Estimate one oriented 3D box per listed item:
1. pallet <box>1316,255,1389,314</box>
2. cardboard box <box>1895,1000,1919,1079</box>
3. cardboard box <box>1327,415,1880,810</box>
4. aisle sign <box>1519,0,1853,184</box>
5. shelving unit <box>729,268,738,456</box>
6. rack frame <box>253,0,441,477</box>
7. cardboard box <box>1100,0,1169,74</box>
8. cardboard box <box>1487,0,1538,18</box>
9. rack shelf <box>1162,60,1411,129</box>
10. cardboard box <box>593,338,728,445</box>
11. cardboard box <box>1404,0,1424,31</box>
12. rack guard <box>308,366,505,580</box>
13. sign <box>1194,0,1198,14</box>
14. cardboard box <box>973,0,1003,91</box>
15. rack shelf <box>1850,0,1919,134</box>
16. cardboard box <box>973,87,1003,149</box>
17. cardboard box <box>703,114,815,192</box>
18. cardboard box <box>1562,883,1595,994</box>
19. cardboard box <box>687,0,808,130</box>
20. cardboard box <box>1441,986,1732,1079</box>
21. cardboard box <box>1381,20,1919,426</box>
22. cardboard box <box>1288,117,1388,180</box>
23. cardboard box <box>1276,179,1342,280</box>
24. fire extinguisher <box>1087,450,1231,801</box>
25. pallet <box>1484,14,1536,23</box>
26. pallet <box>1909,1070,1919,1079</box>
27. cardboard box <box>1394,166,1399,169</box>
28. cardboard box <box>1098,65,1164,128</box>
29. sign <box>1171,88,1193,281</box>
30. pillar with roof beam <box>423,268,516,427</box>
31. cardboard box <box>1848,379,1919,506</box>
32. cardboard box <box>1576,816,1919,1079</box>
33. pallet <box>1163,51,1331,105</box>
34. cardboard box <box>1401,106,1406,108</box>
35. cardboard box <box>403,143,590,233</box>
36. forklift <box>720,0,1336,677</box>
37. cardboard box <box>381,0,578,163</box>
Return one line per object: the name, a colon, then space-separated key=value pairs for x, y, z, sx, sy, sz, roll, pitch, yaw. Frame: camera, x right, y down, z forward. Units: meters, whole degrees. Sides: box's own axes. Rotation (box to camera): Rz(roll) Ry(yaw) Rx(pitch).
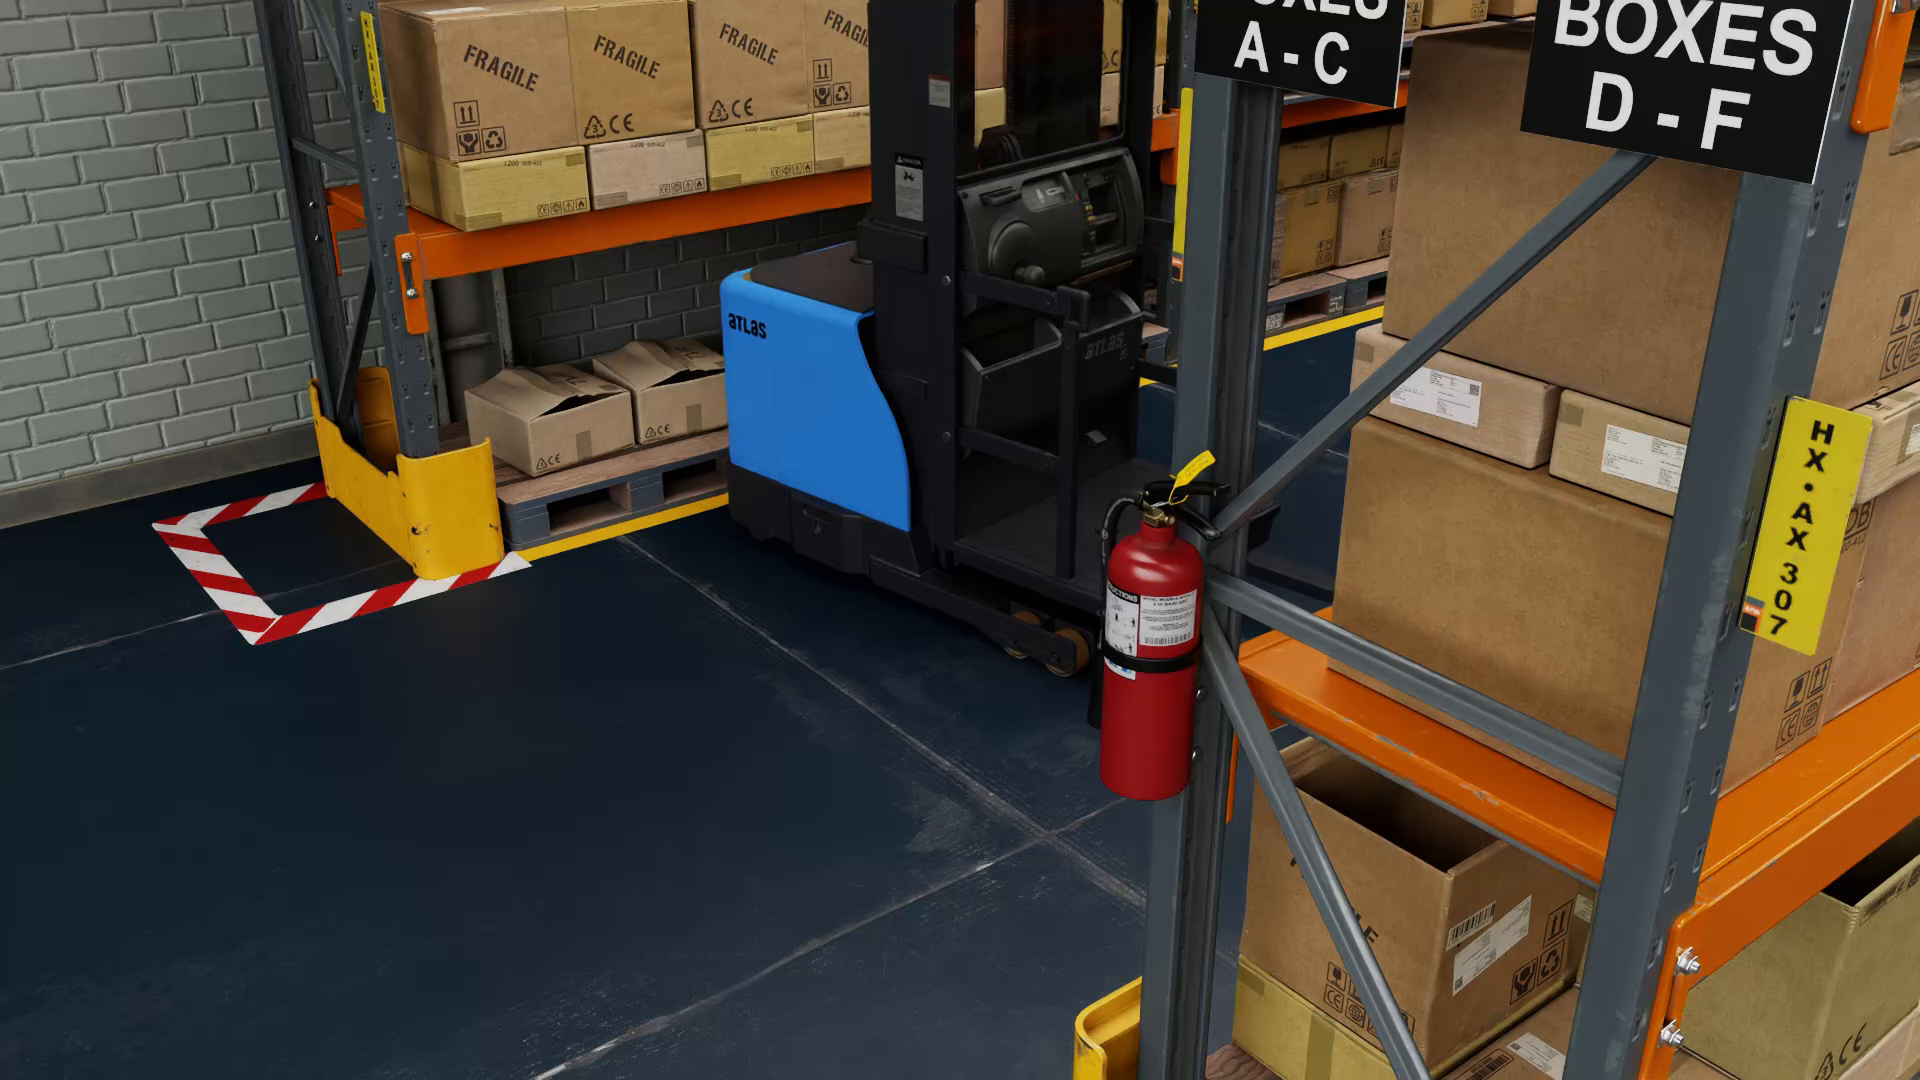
pallet: x=2.385 y=-1.708 z=10.179 sx=1.213 sy=0.211 sz=1.003 roll=-18 pitch=31 yaw=-34
cardboard box: x=2.069 y=0.958 z=3.889 sx=0.500 sy=0.250 sz=0.500 roll=-18 pitch=31 yaw=-34
cardboard box: x=1.100 y=0.066 z=2.927 sx=0.500 sy=0.500 sz=0.700 roll=-18 pitch=31 yaw=-34
aisle sign: x=0.862 y=-0.833 z=1.893 sx=0.004 sy=0.787 sz=0.394 roll=-18 pitch=31 yaw=-34
shelving unit: x=-0.811 y=-0.692 z=7.056 sx=0.258 sy=0.900 sz=0.210 roll=5 pitch=6 yaw=37
rack frame: x=-2.335 y=-1.412 z=6.229 sx=0.127 sy=3.000 sz=1.000 roll=-18 pitch=31 yaw=-34
cardboard box: x=0.632 y=-2.507 z=7.852 sx=0.500 sy=0.500 sz=0.500 roll=-18 pitch=31 yaw=-34
cardboard box: x=3.174 y=-3.456 z=9.991 sx=0.500 sy=0.500 sz=0.700 roll=-22 pitch=33 yaw=-39
rack shelf: x=2.387 y=-2.644 z=9.739 sx=4.000 sy=0.370 sz=1.077 roll=-18 pitch=31 yaw=-34
cardboard box: x=-1.286 y=-0.690 z=7.345 sx=0.500 sy=0.311 sz=0.500 roll=-15 pitch=29 yaw=-30
cardboard box: x=2.178 y=-3.141 z=9.314 sx=0.500 sy=0.500 sz=0.700 roll=-14 pitch=28 yaw=-27
rack guard: x=-2.275 y=-0.298 z=6.798 sx=0.348 sy=0.500 sz=1.175 roll=-18 pitch=31 yaw=-34
sign: x=1.154 y=-2.666 z=7.903 sx=0.005 sy=0.325 sz=0.100 roll=-18 pitch=31 yaw=-34
cardboard box: x=-0.160 y=-2.248 z=7.295 sx=0.500 sy=0.500 sz=0.500 roll=-19 pitch=31 yaw=-35
rack shelf: x=2.299 y=-1.326 z=3.335 sx=4.000 sy=0.370 sz=1.077 roll=-18 pitch=31 yaw=-34
cardboard box: x=-0.156 y=-1.906 z=7.449 sx=0.500 sy=0.250 sz=0.500 roll=-18 pitch=31 yaw=-34
cardboard box: x=-0.950 y=-1.645 z=6.885 sx=0.500 sy=0.250 sz=0.500 roll=-19 pitch=31 yaw=-35
cardboard box: x=1.351 y=0.914 z=3.986 sx=0.500 sy=0.250 sz=0.500 roll=-18 pitch=31 yaw=-34
cardboard box: x=-0.968 y=-1.975 z=6.706 sx=0.500 sy=0.500 sz=0.500 roll=-19 pitch=31 yaw=-36
cardboard box: x=1.284 y=1.219 z=3.327 sx=0.500 sy=0.250 sz=0.500 roll=-18 pitch=31 yaw=-34
cardboard box: x=1.142 y=-0.537 z=2.683 sx=0.500 sy=0.500 sz=0.700 roll=-18 pitch=30 yaw=-34
cardboard box: x=2.134 y=-2.306 z=9.711 sx=0.500 sy=0.250 sz=0.500 roll=-19 pitch=31 yaw=-35
cardboard box: x=1.758 y=-1.864 z=9.651 sx=0.500 sy=0.500 sz=0.700 roll=-19 pitch=31 yaw=-35
fire extinguisher: x=0.345 y=0.140 z=2.977 sx=0.183 sy=0.674 sz=0.296 roll=-18 pitch=31 yaw=-34
pallet: x=3.466 y=-3.183 z=10.273 sx=1.003 sy=0.211 sz=1.213 roll=-18 pitch=31 yaw=-34
pallet: x=2.260 y=0.965 z=4.420 sx=1.213 sy=0.211 sz=1.003 roll=-18 pitch=31 yaw=-34
cardboard box: x=2.576 y=-2.118 z=10.197 sx=0.500 sy=0.500 sz=0.700 roll=-18 pitch=31 yaw=-34
cardboard box: x=0.627 y=-2.169 z=8.014 sx=0.500 sy=0.250 sz=0.500 roll=-18 pitch=30 yaw=-34
sign: x=0.401 y=-0.588 z=2.797 sx=0.005 sy=0.325 sz=0.100 roll=-18 pitch=31 yaw=-34
pillar with roof beam: x=0.339 y=-3.176 z=2.903 sx=0.400 sy=9.000 sz=9.100 roll=-18 pitch=31 yaw=-34
cardboard box: x=1.373 y=-0.212 z=2.754 sx=0.250 sy=0.149 sz=0.380 roll=-19 pitch=31 yaw=-35
cardboard box: x=1.677 y=0.748 z=3.451 sx=0.500 sy=0.500 sz=0.500 roll=-18 pitch=31 yaw=-34
pallet: x=1.504 y=-2.514 z=8.833 sx=1.213 sy=0.211 sz=1.003 roll=-18 pitch=31 yaw=-34
cardboard box: x=2.939 y=-2.564 z=10.268 sx=0.500 sy=0.250 sz=0.500 roll=-18 pitch=30 yaw=-33
cardboard box: x=-1.755 y=-1.375 z=6.303 sx=0.500 sy=0.250 sz=0.500 roll=-19 pitch=31 yaw=-35
forklift: x=0.489 y=-1.107 z=5.654 sx=3.031 sy=2.935 sz=1.130 roll=21 pitch=32 yaw=37
cardboard box: x=-1.774 y=-1.718 z=6.152 sx=0.500 sy=0.500 sz=0.500 roll=-18 pitch=31 yaw=-34
